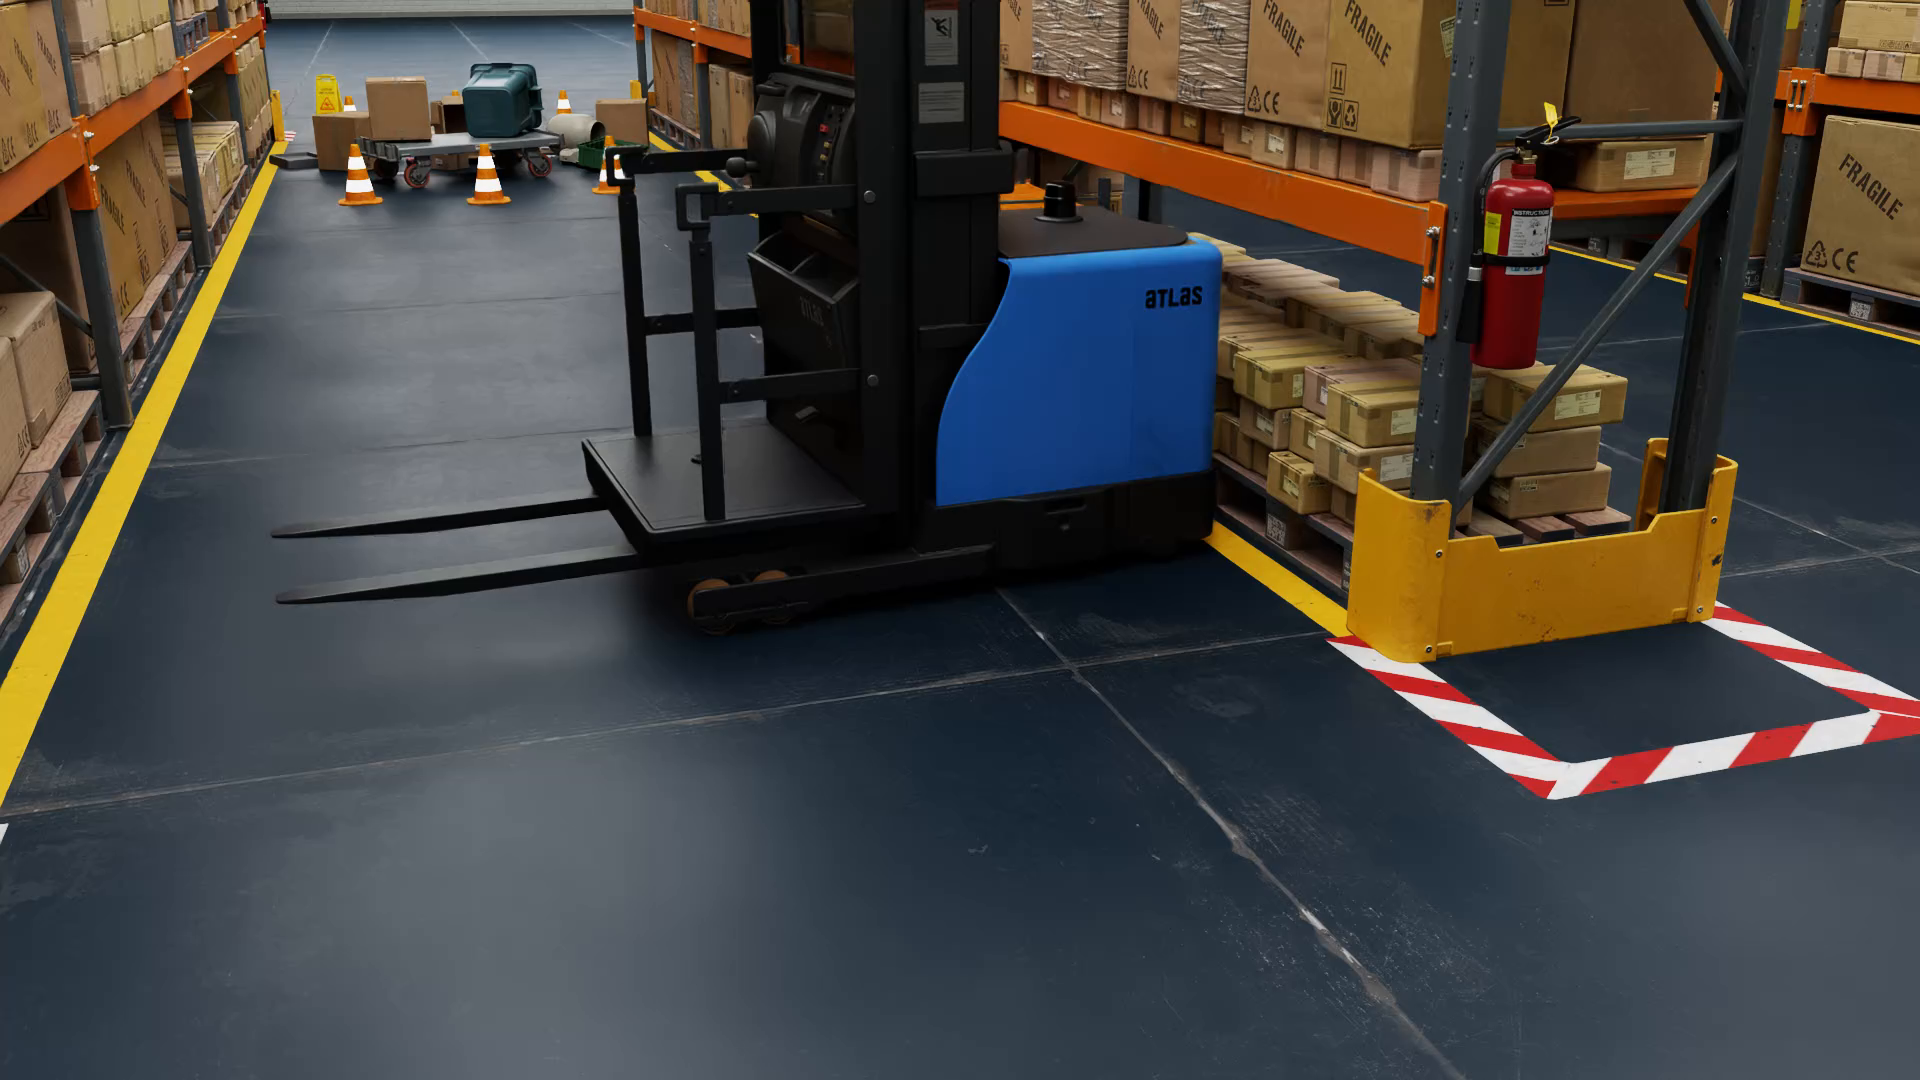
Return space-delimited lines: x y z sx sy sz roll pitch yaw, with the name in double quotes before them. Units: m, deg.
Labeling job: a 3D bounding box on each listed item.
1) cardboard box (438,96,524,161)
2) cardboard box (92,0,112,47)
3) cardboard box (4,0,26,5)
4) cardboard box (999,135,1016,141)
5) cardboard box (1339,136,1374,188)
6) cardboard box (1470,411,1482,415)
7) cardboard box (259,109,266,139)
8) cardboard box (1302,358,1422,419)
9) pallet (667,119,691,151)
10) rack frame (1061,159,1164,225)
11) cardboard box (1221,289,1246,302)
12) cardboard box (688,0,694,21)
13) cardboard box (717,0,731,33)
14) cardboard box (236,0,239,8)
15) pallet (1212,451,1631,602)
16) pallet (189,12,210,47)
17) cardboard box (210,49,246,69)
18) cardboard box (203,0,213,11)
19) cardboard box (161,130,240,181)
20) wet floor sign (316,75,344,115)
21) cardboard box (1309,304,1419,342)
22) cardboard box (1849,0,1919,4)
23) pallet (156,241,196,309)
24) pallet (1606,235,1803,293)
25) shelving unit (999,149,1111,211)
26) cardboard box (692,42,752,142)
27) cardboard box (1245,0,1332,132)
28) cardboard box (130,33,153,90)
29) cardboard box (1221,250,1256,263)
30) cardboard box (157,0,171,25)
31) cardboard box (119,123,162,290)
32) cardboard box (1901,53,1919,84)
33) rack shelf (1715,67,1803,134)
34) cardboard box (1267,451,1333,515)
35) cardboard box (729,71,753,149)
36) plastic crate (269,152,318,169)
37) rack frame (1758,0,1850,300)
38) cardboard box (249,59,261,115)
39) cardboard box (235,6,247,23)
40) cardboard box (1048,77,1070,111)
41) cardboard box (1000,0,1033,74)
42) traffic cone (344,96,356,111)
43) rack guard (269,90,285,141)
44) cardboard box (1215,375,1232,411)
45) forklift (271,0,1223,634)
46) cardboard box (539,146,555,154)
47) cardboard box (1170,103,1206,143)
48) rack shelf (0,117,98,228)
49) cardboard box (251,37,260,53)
"cardboard box" -4.626 -4.005 16.123 0.797 0.637 0.503 -6 21 -17
"cardboard box" -4.173 -2.360 7.531 0.500 0.250 0.500 -6 21 -16
"cardboard box" -3.549 -2.091 5.675 0.500 0.500 0.500 -7 21 -18
"cardboard box" 0.405 -2.228 9.649 0.500 0.250 0.500 -6 21 -16
"cardboard box" 1.400 -1.174 5.120 0.380 0.149 0.250 -6 21 -17
"cardboard box" 1.860 -0.419 5.803 0.380 0.149 0.250 -6 21 -17
"cardboard box" -7.049 -4.049 16.197 0.500 0.250 0.500 -7 21 -19
"cardboard box" 1.382 -0.500 5.587 0.380 0.149 0.250 -6 21 -16
"pallet" -2.511 -4.317 17.624 1.003 0.211 1.213 -6 21 -17
"rack frame" 0.556 -2.418 8.211 1.000 3.000 0.127 -6 21 -17
"cardboard box" 0.934 -0.917 6.748 0.380 0.149 0.250 -6 21 -17
"cardboard box" -2.086 -5.173 15.659 0.875 0.550 0.550 -6 21 -17
"cardboard box" -1.735 -4.512 13.893 0.500 0.500 0.500 -6 21 -17
"cardboard box" -6.680 -4.943 14.654 0.500 0.500 0.500 -6 21 -17
"pallet" 1.567 -0.111 5.912 1.003 0.211 1.213 -6 21 -17
"pallet" -6.030 -3.684 12.019 1.003 0.211 1.213 -6 21 -17
"cardboard box" -6.537 -4.253 14.697 0.380 0.149 0.250 -6 21 -16
"cardboard box" -5.938 -4.124 12.710 0.380 0.149 0.250 -6 21 -17
"cardboard box" -6.230 -2.989 13.068 0.950 0.372 0.625 -5 20 -14
"wet floor sign" -6.927 -4.777 18.262 0.267 0.644 0.232 1 20 2
"cardboard box" 1.578 -0.805 6.437 0.380 0.149 0.250 -6 20 -15
"cardboard box" 5.204 -3.154 8.932 0.500 0.500 0.500 -6 21 -17
"pallet" -5.193 -1.570 9.975 1.003 0.211 1.213 -6 21 -17
"pallet" 4.982 -1.840 10.726 1.003 0.211 1.213 -6 21 -17
"shelving unit" 0.209 -1.043 7.157 0.538 1.125 1.048 -6 21 -15
"cardboard box" -2.090 -4.392 16.229 0.875 0.875 0.875 -6 21 -16
"cardboard box" 1.271 -1.604 5.357 0.500 0.500 0.500 -7 21 -18
"cardboard box" -4.458 -2.452 8.526 0.500 0.250 0.500 -7 21 -18
"cardboard box" 1.125 -1.219 7.588 0.380 0.149 0.250 -6 21 -15
"cardboard box" -4.975 -3.179 9.813 0.500 0.250 0.500 -6 21 -17
"cardboard box" -4.954 -1.824 9.078 0.875 0.875 0.875 -6 21 -17
"cardboard box" 5.239 -2.495 8.797 0.380 0.149 0.250 -6 21 -15
"rack shelf" 4.668 -3.216 11.496 1.077 0.370 4.000 -6 21 -17
"cardboard box" 1.273 -0.209 5.656 0.380 0.149 0.250 -6 21 -16
"cardboard box" -1.379 -3.624 14.276 1.050 0.750 0.750 -6 21 -17
"plastic crate" -6.341 -3.644 15.942 0.402 0.080 0.583 -15 25 -36
"rack frame" 5.296 -2.912 9.588 1.000 3.000 0.127 -6 21 -17
"cardboard box" -6.896 -4.238 15.616 0.500 0.500 0.500 -5 20 -14
"cardboard box" -6.814 -4.855 15.368 0.380 0.149 0.250 -6 21 -17
"cardboard box" 0.620 -2.019 7.472 0.380 0.149 0.250 -7 21 -20
"cardboard box" 0.472 -2.419 7.626 0.500 0.500 0.500 -7 21 -18
"traffic cone" -6.523 -4.516 17.804 0.336 0.463 0.334 -6 21 -17
"rack guard" -7.859 -4.510 17.732 1.175 0.500 0.348 -6 21 -17
"cardboard box" 1.036 -0.601 6.307 0.380 0.149 0.250 -6 21 -16
"forklift" -0.687 -1.293 5.179 3.031 2.935 1.130 -8 21 -21
"cardboard box" -4.247 -4.054 16.811 0.396 0.266 0.258 -3 20 -8
"cardboard box" 1.022 -1.597 6.296 0.380 0.149 0.250 -6 21 -16
"rack shelf" -3.483 -0.879 4.991 1.077 0.370 4.000 -6 21 -17
"cardboard box" -7.205 -4.932 16.588 0.380 0.149 0.250 -6 21 -16
